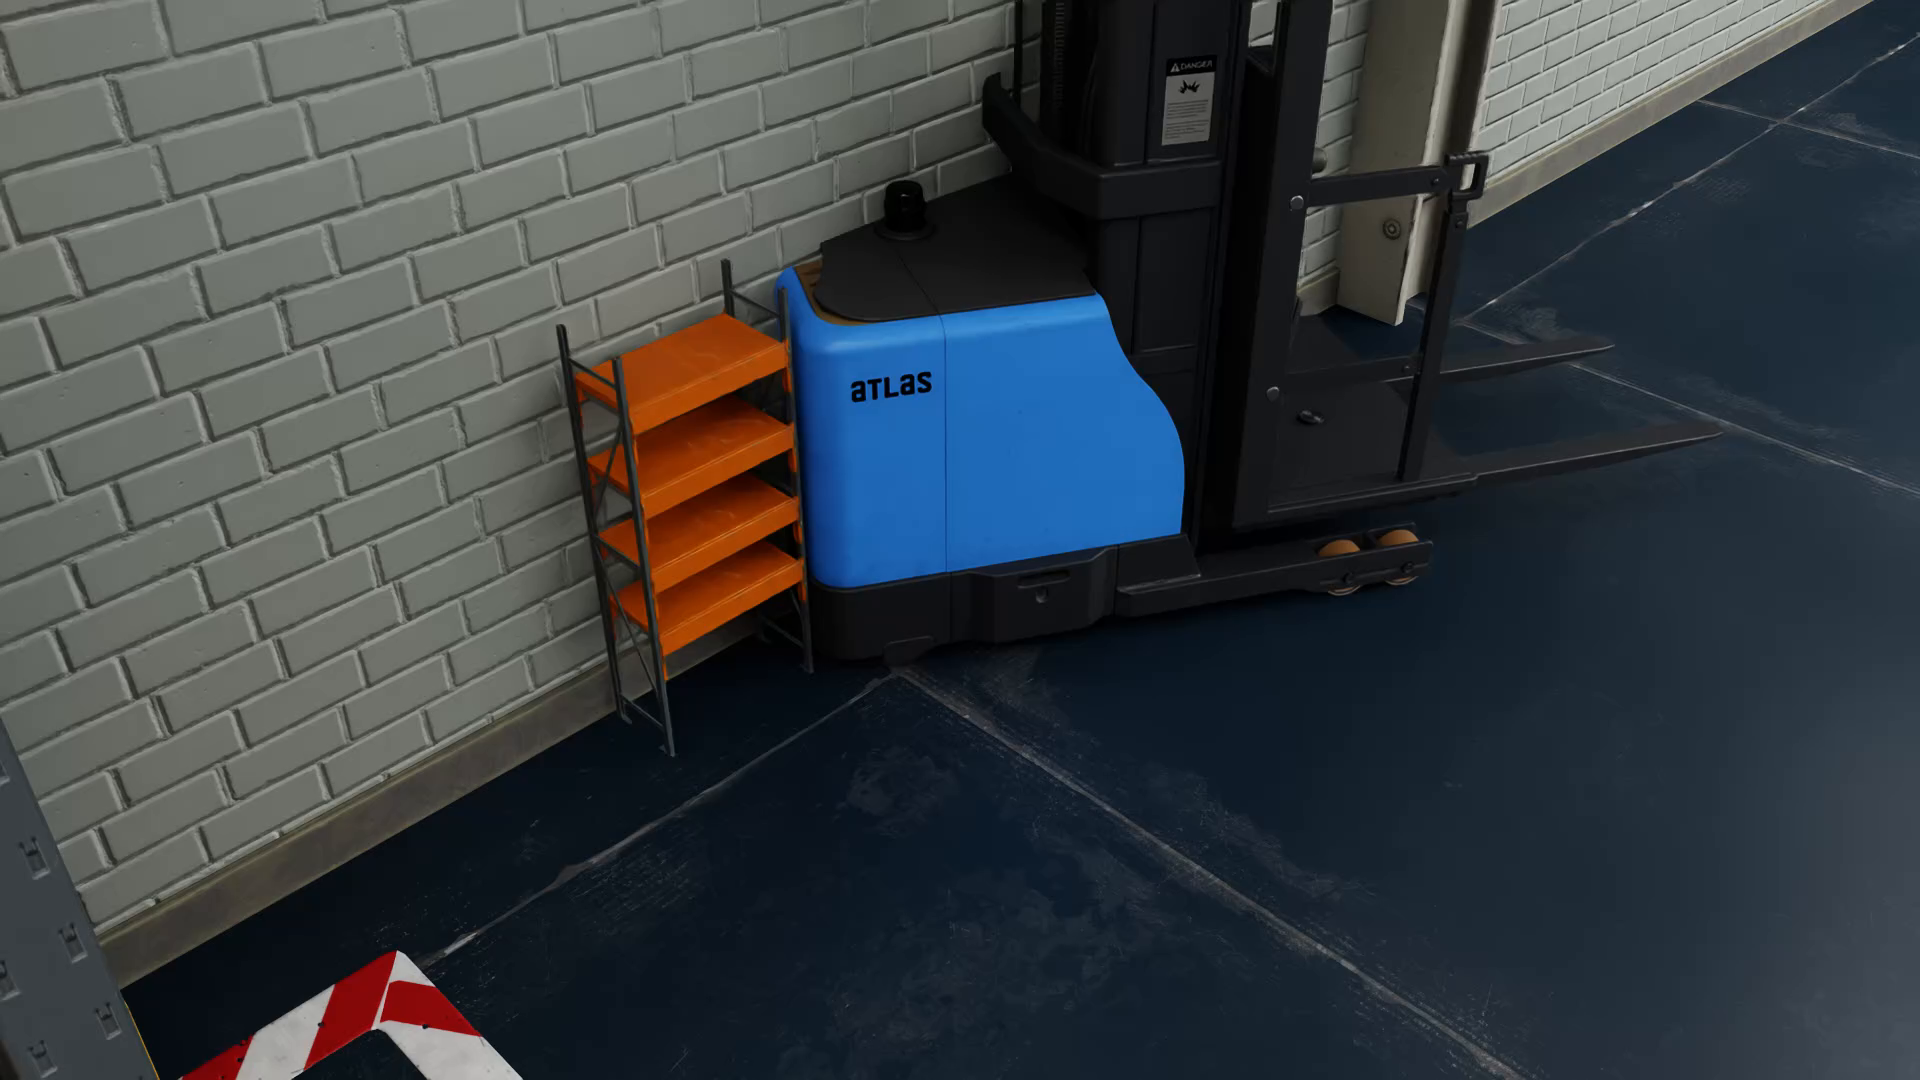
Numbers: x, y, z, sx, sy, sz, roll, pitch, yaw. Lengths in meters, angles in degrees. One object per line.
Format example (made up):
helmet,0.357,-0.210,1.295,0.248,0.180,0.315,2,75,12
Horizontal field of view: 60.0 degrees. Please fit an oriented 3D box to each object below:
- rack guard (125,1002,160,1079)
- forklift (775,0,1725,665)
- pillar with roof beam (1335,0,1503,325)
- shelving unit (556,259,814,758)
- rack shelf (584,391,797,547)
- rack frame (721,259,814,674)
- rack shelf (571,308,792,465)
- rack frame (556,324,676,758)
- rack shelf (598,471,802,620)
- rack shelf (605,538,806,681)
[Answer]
rack guard,-1.366,1.331,2.905,1.175,0.500,0.348,30,45,35
forklift,0.924,-1.317,4.576,3.031,2.935,1.130,-9,36,-13
pillar with roof beam,4.770,-2.927,1.580,9.100,9.000,0.400,30,45,35
shelving unit,-0.677,-0.062,4.288,0.258,1.200,0.503,30,45,35
rack shelf,-0.678,-0.190,4.199,0.258,0.148,0.480,30,45,35
rack frame,-0.506,-0.162,4.430,0.240,1.200,0.015,30,45,35
rack shelf,-0.678,-0.384,4.063,0.258,0.148,0.480,30,45,35
rack frame,-0.849,0.038,4.147,0.240,1.200,0.015,30,45,35
rack shelf,-0.677,-0.007,4.327,0.258,0.148,0.480,30,45,35
rack shelf,-0.677,0.156,4.441,0.258,0.148,0.480,30,45,35
